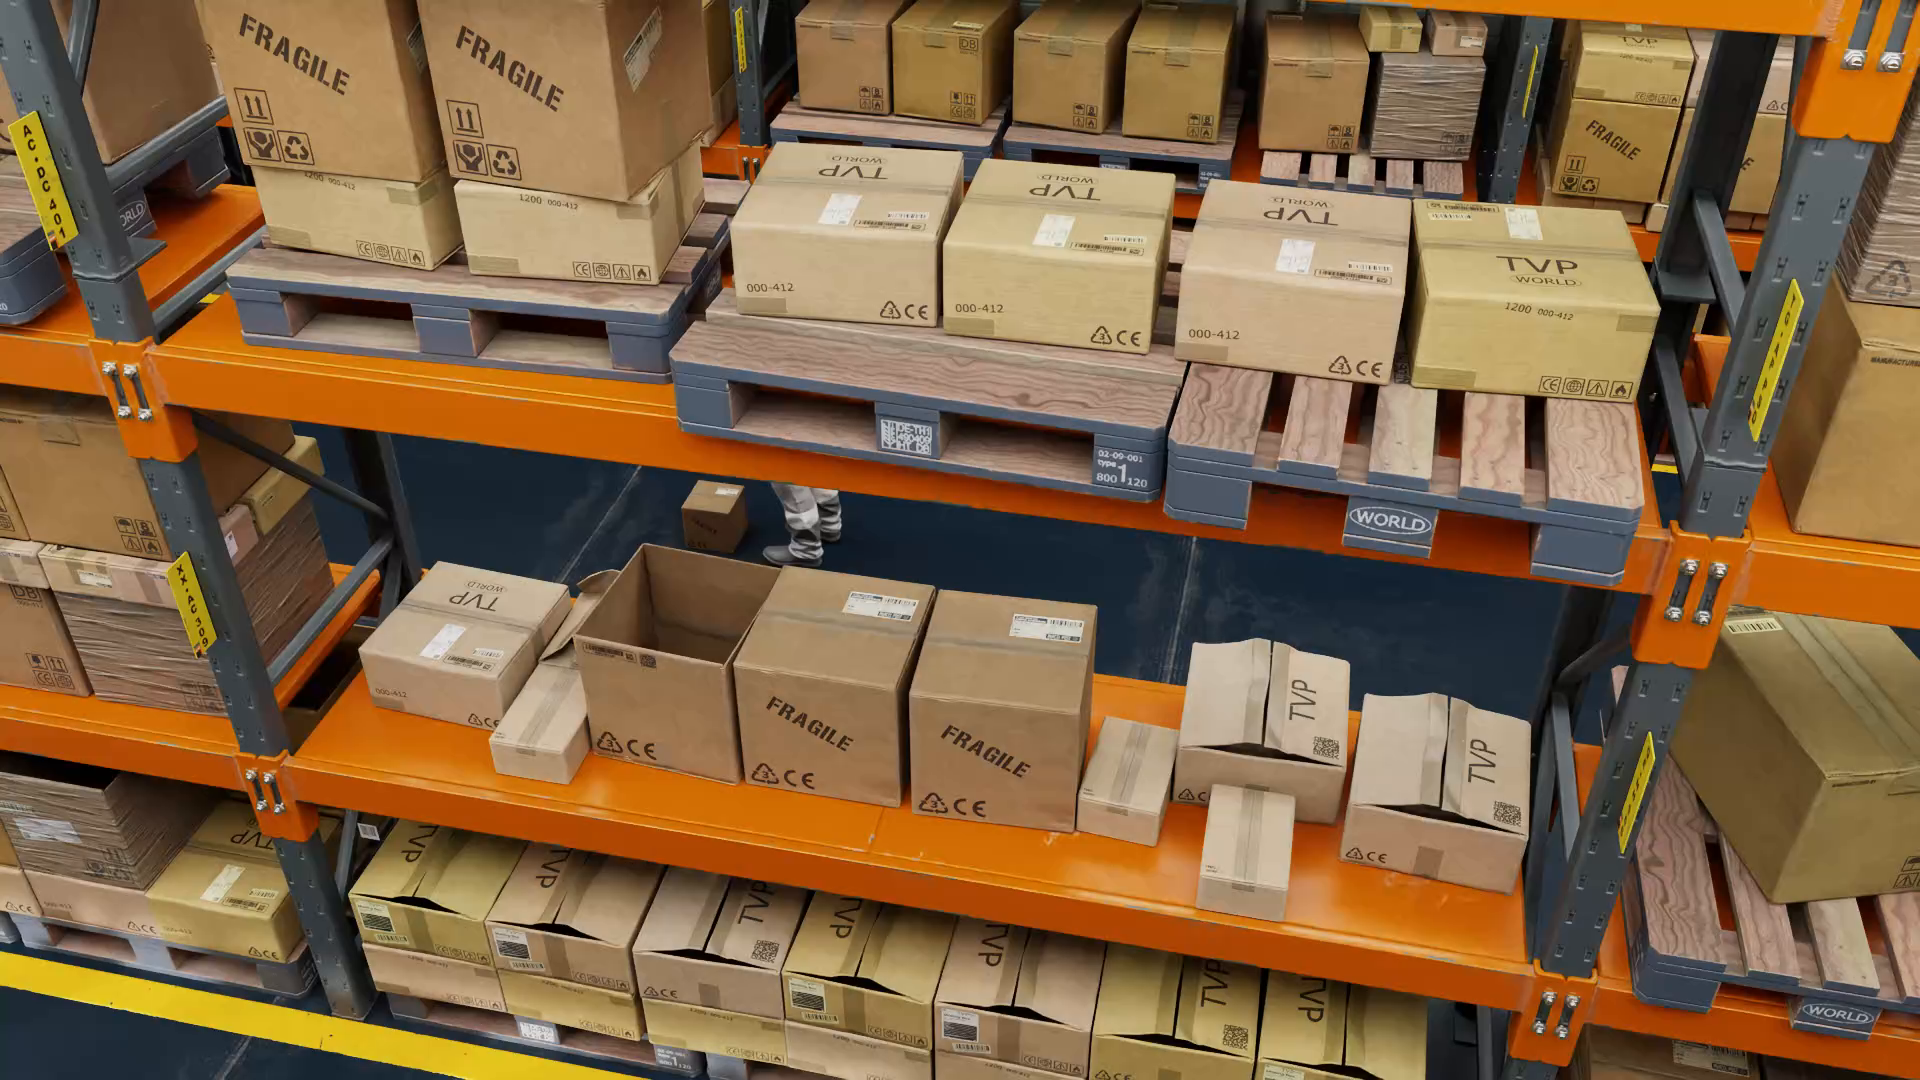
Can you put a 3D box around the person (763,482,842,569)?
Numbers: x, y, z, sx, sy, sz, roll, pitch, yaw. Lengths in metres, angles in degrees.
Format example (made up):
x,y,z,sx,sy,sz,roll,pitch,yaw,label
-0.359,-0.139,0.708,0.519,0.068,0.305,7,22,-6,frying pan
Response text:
x,y,z,sx,sy,sz,roll,pitch,yaw,label
-0.782,-0.668,7.859,0.358,1.788,0.524,8,37,11,person
